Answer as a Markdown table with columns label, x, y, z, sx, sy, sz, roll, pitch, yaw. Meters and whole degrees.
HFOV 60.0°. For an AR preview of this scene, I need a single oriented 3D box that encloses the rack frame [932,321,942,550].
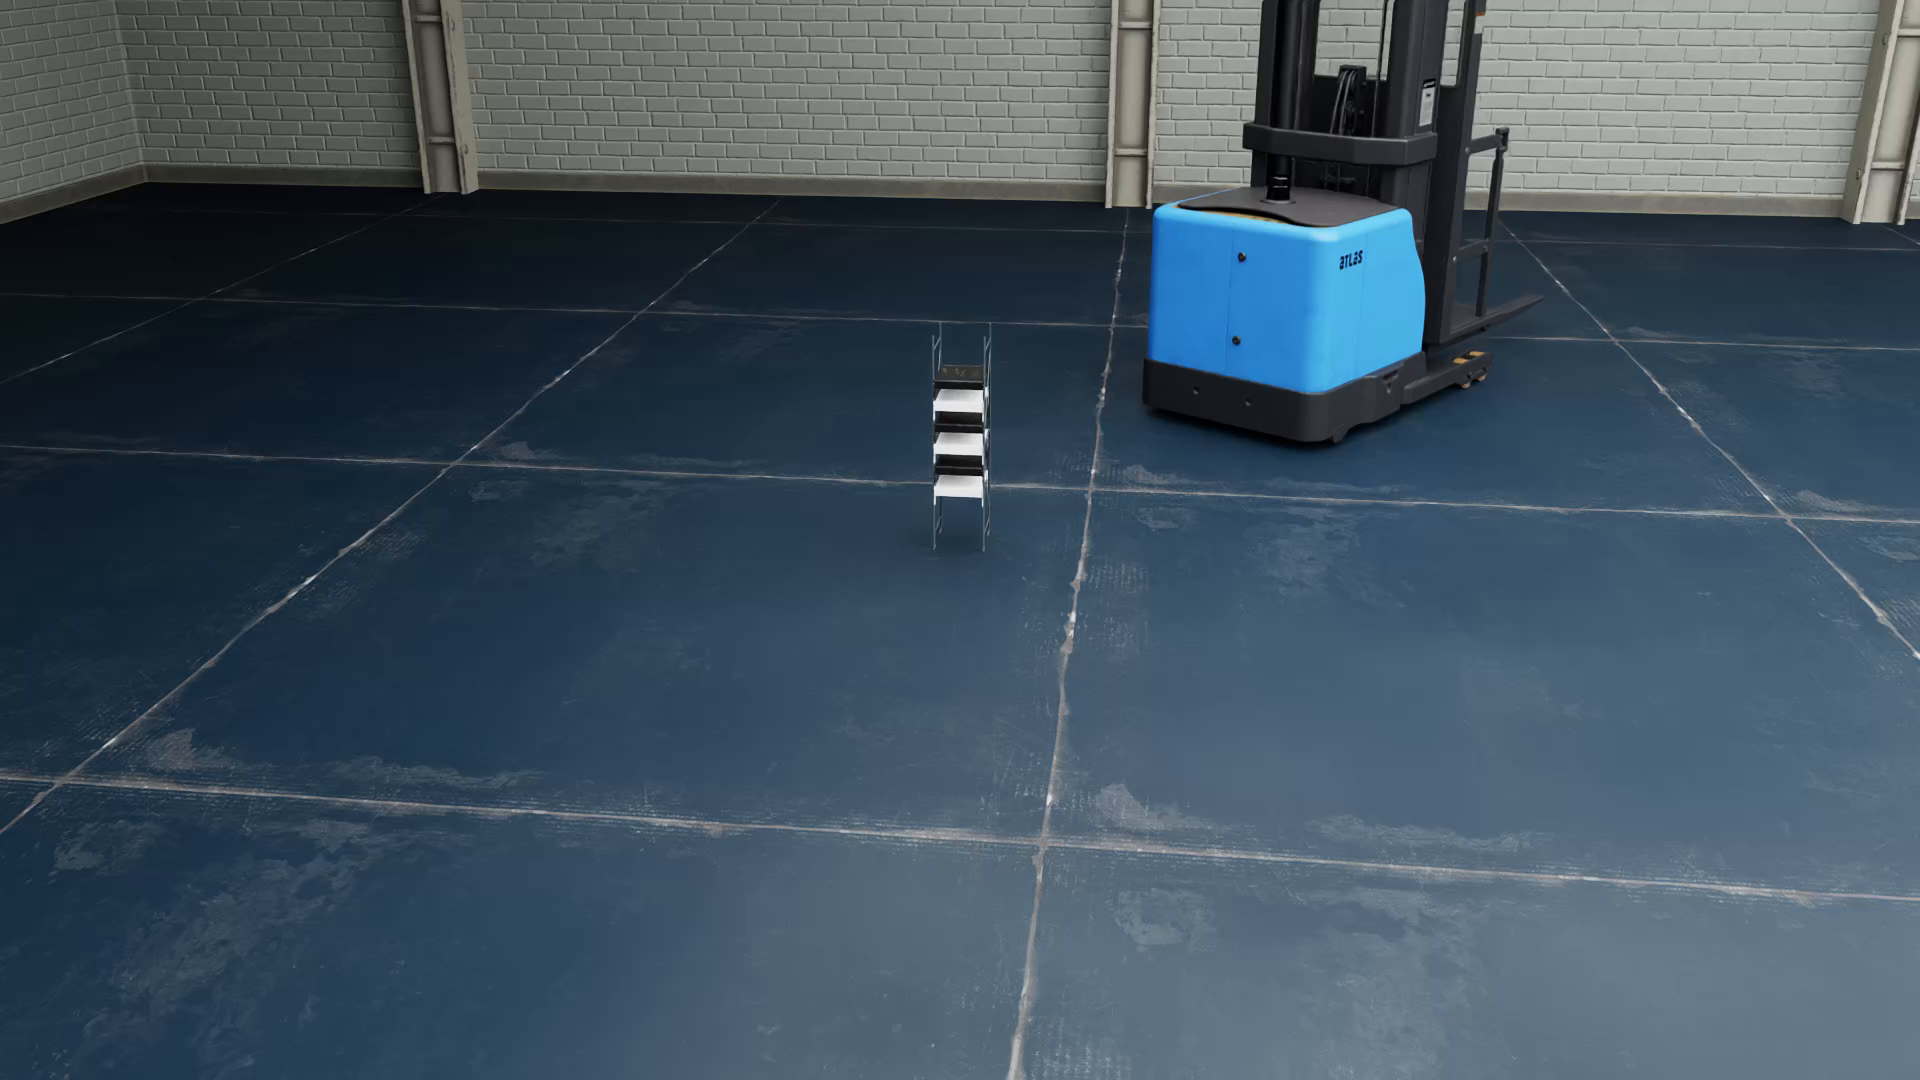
| label | x | y | z | sx | sy | sz | roll | pitch | yaw |
| --- | --- | --- | --- | --- | --- | --- | --- | --- | --- |
| rack frame | -0.093 | -0.423 | 6.785 | 0.006 | 0.900 | 0.240 | 2 | 22 | 6 |

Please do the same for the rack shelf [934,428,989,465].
| label | x | y | z | sx | sy | sz | roll | pitch | yaw |
| --- | --- | --- | --- | --- | --- | --- | --- | --- | --- |
| rack shelf | 0.008 | -0.387 | 6.786 | 0.200 | 0.077 | 0.258 | 2 | 22 | 6 |

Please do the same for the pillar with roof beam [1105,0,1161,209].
| label | x | y | z | sx | sy | sz | roll | pitch | yaw |
| --- | --- | --- | --- | --- | --- | --- | --- | --- | --- |
| pillar with roof beam | 0.930 | -5.464 | 8.520 | 0.400 | 9.000 | 9.100 | 2 | 22 | 6 |

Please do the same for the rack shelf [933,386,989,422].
| label | x | y | z | sx | sy | sz | roll | pitch | yaw |
| --- | --- | --- | --- | --- | --- | --- | --- | --- | --- |
| rack shelf | 0.008 | -0.555 | 6.720 | 0.200 | 0.077 | 0.258 | 2 | 22 | 6 |

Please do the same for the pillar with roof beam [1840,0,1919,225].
| label | x | y | z | sx | sy | sz | roll | pitch | yaw |
| --- | --- | --- | --- | --- | --- | --- | --- | --- | --- |
| pillar with roof beam | 6.888 | -5.204 | 7.864 | 0.400 | 9.000 | 9.100 | 2 | 22 | 6 |

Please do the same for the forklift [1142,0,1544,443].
| label | x | y | z | sx | sy | sz | roll | pitch | yaw |
| --- | --- | --- | --- | --- | --- | --- | --- | --- | --- |
| forklift | 2.284 | -2.292 | 8.750 | 1.130 | 2.935 | 3.031 | 18 | 28 | 38 |

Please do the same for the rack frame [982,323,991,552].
| label | x | y | z | sx | sy | sz | roll | pitch | yaw |
| --- | --- | --- | --- | --- | --- | --- | --- | --- | --- |
| rack frame | 0.109 | -0.414 | 6.762 | 0.006 | 0.900 | 0.240 | 2 | 22 | 6 |

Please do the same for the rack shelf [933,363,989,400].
| label | x | y | z | sx | sy | sz | roll | pitch | yaw |
| --- | --- | --- | --- | --- | --- | --- | --- | --- | --- |
| rack shelf | 0.008 | -0.638 | 6.686 | 0.200 | 0.077 | 0.258 | 2 | 22 | 6 |

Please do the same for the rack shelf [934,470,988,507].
| label | x | y | z | sx | sy | sz | roll | pitch | yaw |
| --- | --- | --- | --- | --- | --- | --- | --- | --- | --- |
| rack shelf | 0.008 | -0.220 | 6.852 | 0.200 | 0.077 | 0.258 | 2 | 22 | 6 |

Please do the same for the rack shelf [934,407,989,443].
| label | x | y | z | sx | sy | sz | roll | pitch | yaw |
| --- | --- | --- | --- | --- | --- | --- | --- | --- | --- |
| rack shelf | 0.008 | -0.471 | 6.753 | 0.200 | 0.077 | 0.258 | 2 | 22 | 6 |

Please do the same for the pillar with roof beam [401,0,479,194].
| label | x | y | z | sx | sy | sz | roll | pitch | yaw |
| --- | --- | --- | --- | --- | --- | --- | --- | --- | --- |
| pillar with roof beam | -5.028 | -5.723 | 9.177 | 0.400 | 9.000 | 9.100 | 2 | 22 | 6 |

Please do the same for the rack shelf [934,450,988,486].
| label | x | y | z | sx | sy | sz | roll | pitch | yaw |
| --- | --- | --- | --- | --- | --- | --- | --- | --- | --- |
| rack shelf | 0.008 | -0.303 | 6.819 | 0.200 | 0.077 | 0.258 | 2 | 22 | 6 |

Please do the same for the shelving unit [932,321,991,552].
| label | x | y | z | sx | sy | sz | roll | pitch | yaw |
| --- | --- | --- | --- | --- | --- | --- | --- | --- | --- |
| shelving unit | 0.008 | -0.418 | 6.773 | 0.210 | 0.900 | 0.258 | 2 | 22 | 6 |
